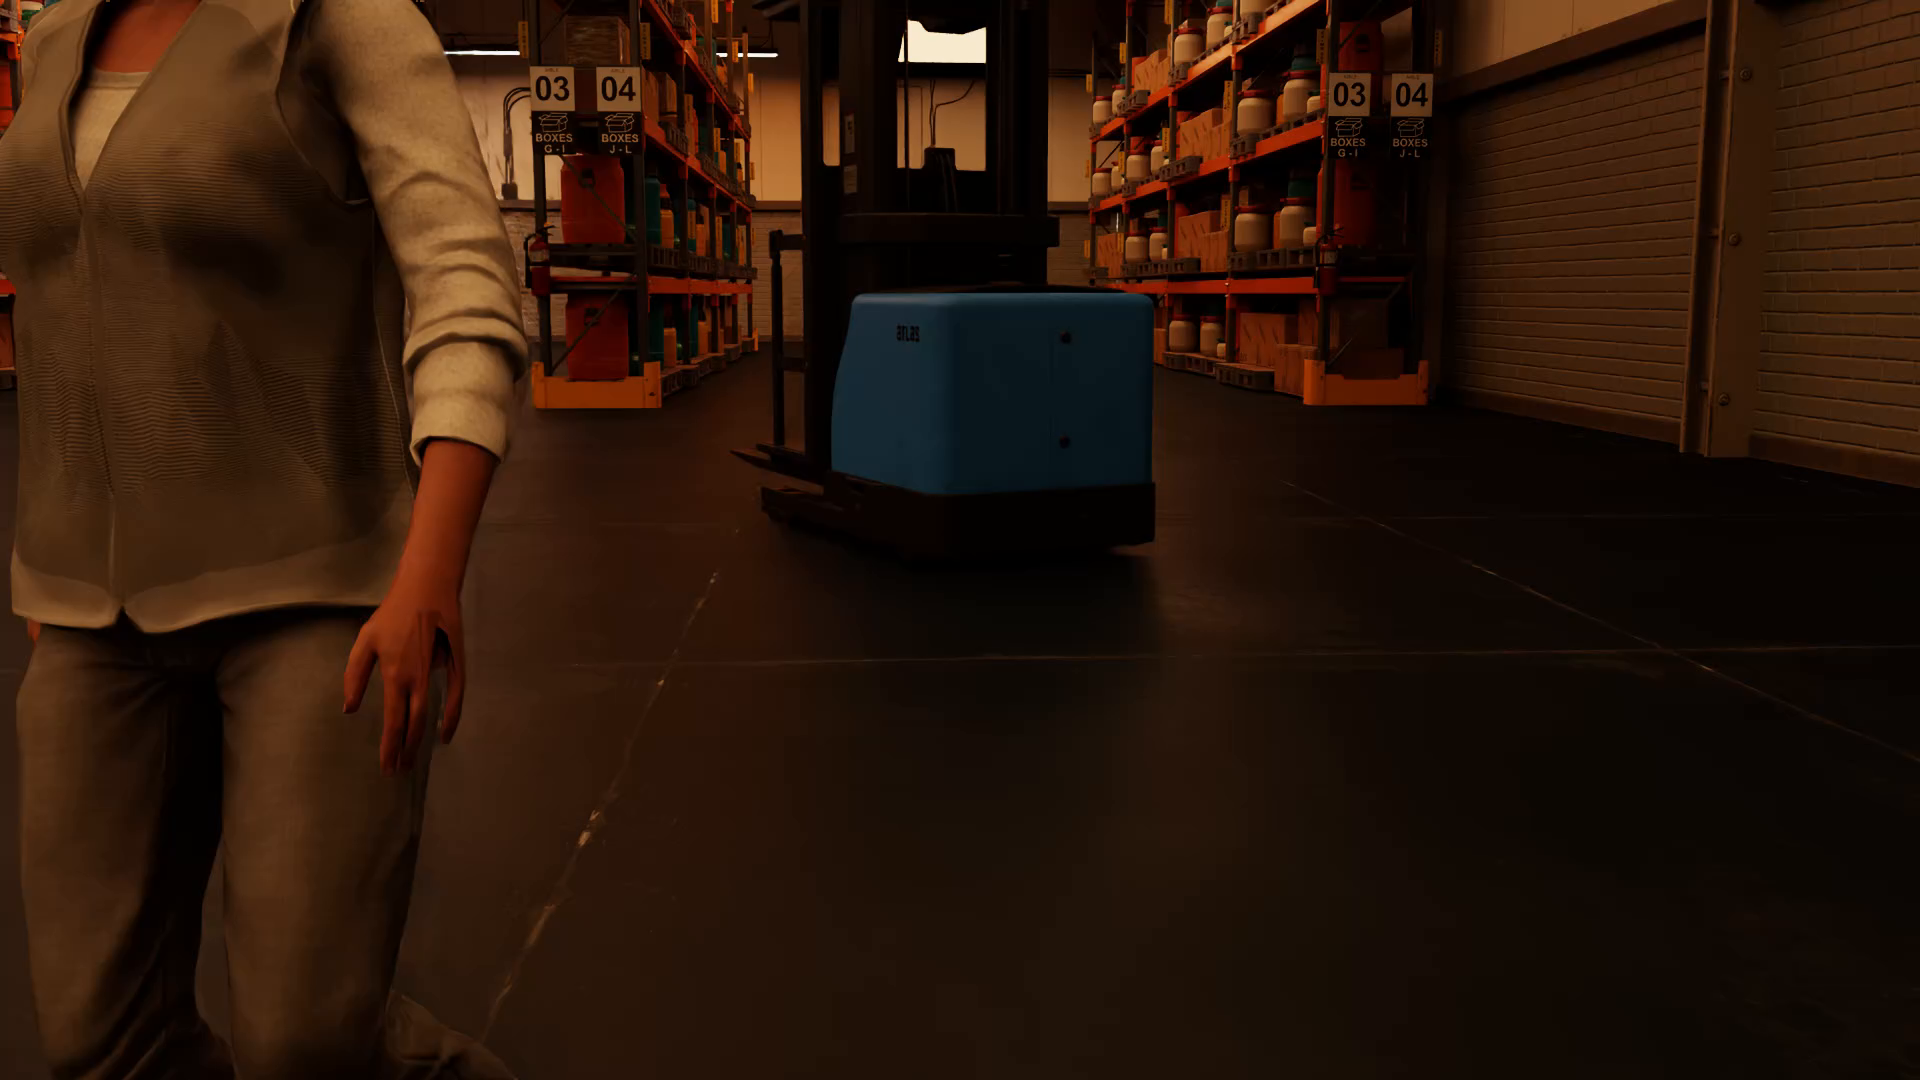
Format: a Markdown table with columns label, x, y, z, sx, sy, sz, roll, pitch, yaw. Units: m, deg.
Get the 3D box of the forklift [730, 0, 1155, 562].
| label | x | y | z | sx | sy | sz | roll | pitch | yaw |
| --- | --- | --- | --- | --- | --- | --- | --- | --- | --- |
| forklift | -0.296 | -1.540 | 7.704 | 1.130 | 2.935 | 3.031 | -4 | 9 | -25 |
